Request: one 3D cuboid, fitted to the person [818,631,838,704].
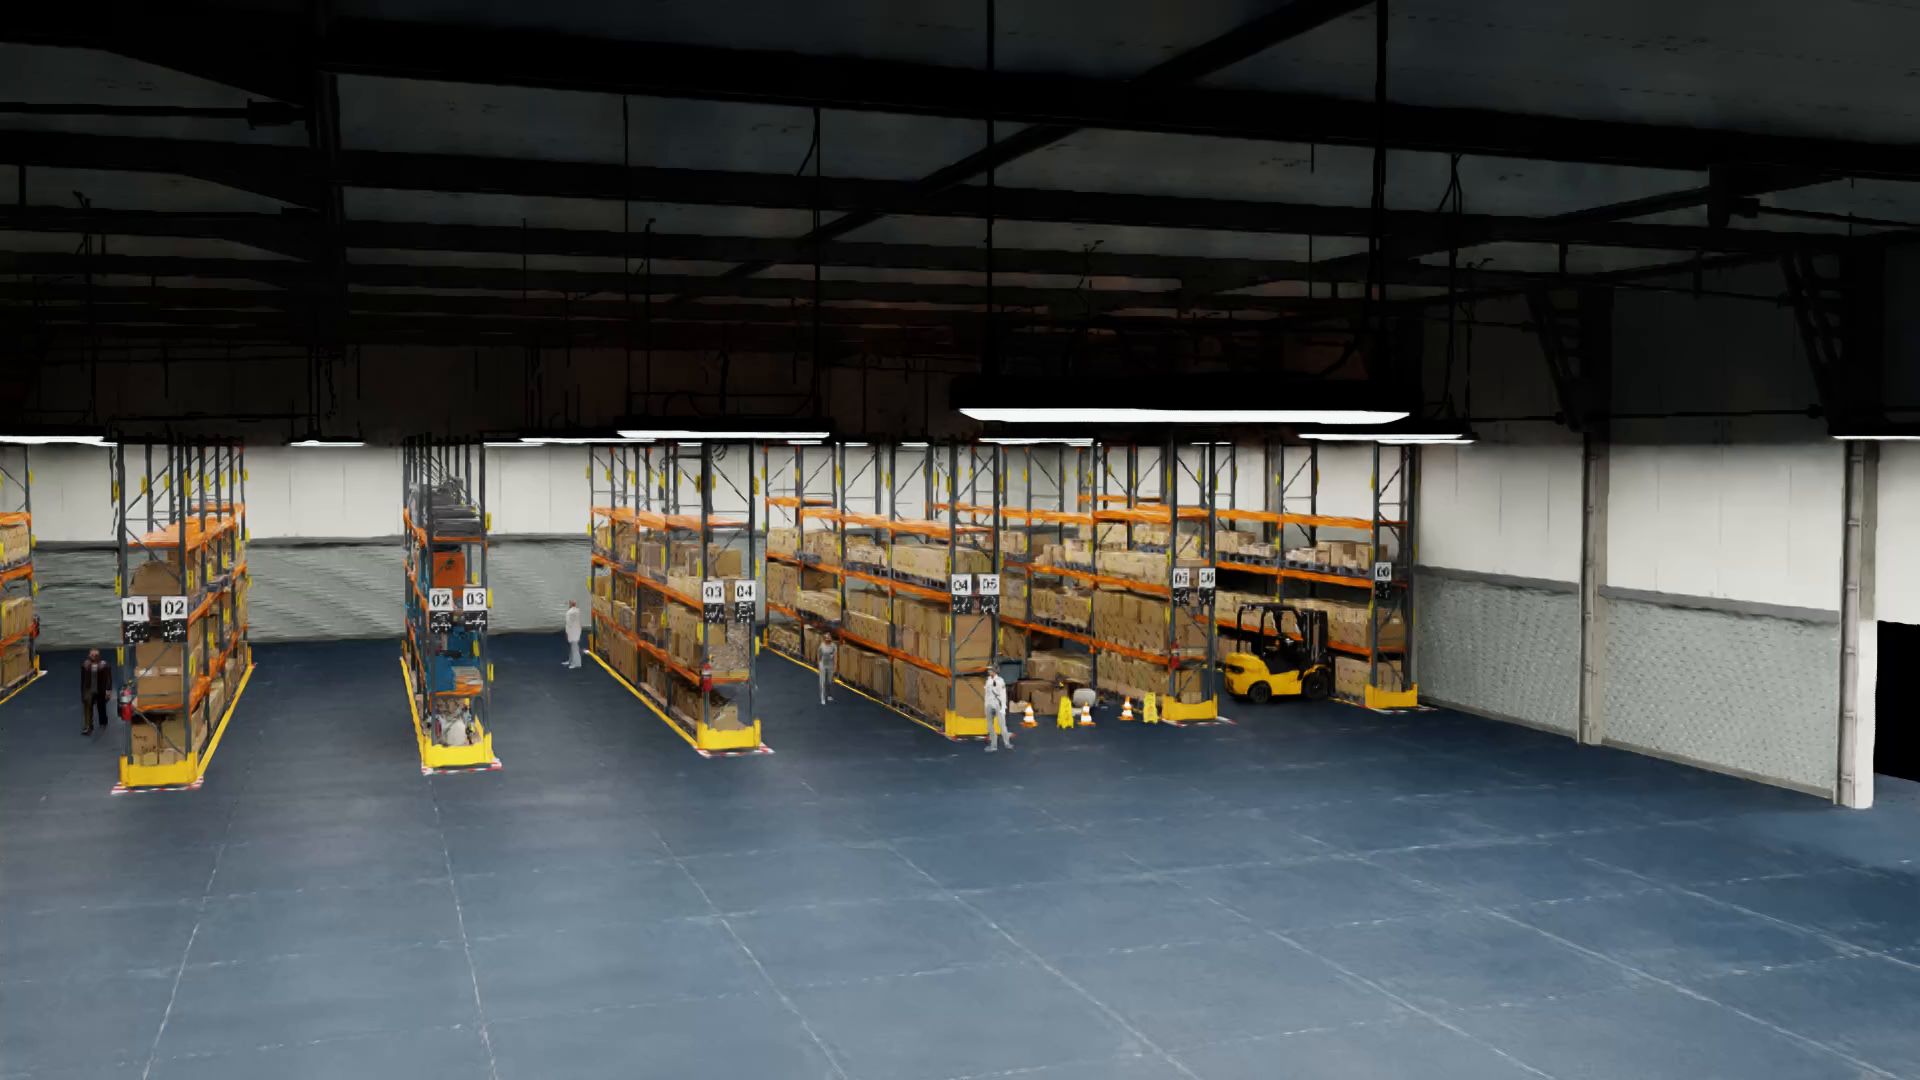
[{"bbox_3d":[-2.958,2.836,37.253,0.442,1.601,1.006,-1,3,-11],"label":"person"}]

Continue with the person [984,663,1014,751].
[{"bbox_3d":[0.719,3.150,31.529,0.569,1.665,0.522,3,4,43],"label":"person"}]

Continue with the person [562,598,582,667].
[{"bbox_3d":[-10.136,2.411,43.409,0.636,1.775,0.677,1,3,10],"label":"person"}]

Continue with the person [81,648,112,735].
[{"bbox_3d":[-17.311,3.007,33.320,0.588,1.700,1.193,-1,3,-22],"label":"person"}]
